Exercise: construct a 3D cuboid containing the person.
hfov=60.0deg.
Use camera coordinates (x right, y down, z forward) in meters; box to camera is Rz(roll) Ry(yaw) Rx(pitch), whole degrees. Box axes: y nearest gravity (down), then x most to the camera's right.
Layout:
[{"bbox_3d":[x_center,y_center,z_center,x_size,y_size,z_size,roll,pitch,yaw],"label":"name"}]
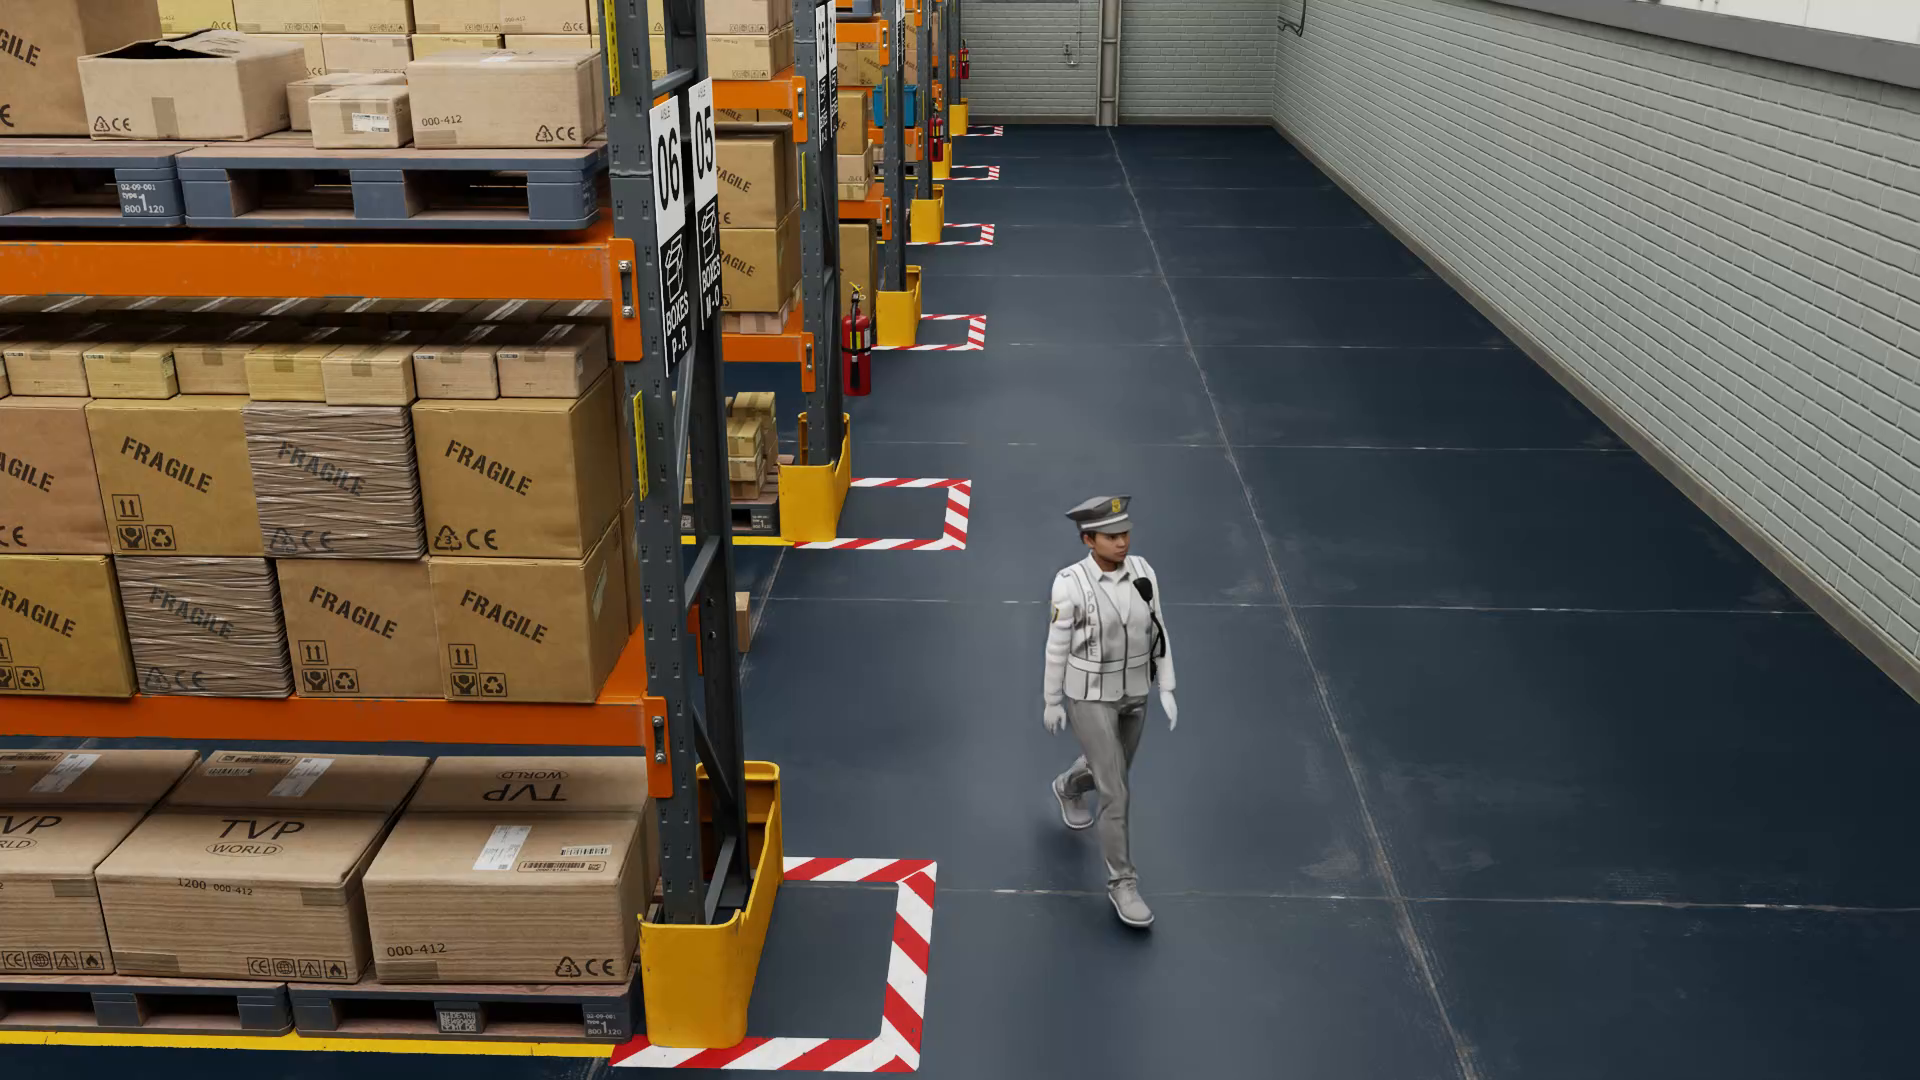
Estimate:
[{"bbox_3d":[0.595,0.588,6.562,0.496,1.646,0.905,-10,23,-25],"label":"person"}]
